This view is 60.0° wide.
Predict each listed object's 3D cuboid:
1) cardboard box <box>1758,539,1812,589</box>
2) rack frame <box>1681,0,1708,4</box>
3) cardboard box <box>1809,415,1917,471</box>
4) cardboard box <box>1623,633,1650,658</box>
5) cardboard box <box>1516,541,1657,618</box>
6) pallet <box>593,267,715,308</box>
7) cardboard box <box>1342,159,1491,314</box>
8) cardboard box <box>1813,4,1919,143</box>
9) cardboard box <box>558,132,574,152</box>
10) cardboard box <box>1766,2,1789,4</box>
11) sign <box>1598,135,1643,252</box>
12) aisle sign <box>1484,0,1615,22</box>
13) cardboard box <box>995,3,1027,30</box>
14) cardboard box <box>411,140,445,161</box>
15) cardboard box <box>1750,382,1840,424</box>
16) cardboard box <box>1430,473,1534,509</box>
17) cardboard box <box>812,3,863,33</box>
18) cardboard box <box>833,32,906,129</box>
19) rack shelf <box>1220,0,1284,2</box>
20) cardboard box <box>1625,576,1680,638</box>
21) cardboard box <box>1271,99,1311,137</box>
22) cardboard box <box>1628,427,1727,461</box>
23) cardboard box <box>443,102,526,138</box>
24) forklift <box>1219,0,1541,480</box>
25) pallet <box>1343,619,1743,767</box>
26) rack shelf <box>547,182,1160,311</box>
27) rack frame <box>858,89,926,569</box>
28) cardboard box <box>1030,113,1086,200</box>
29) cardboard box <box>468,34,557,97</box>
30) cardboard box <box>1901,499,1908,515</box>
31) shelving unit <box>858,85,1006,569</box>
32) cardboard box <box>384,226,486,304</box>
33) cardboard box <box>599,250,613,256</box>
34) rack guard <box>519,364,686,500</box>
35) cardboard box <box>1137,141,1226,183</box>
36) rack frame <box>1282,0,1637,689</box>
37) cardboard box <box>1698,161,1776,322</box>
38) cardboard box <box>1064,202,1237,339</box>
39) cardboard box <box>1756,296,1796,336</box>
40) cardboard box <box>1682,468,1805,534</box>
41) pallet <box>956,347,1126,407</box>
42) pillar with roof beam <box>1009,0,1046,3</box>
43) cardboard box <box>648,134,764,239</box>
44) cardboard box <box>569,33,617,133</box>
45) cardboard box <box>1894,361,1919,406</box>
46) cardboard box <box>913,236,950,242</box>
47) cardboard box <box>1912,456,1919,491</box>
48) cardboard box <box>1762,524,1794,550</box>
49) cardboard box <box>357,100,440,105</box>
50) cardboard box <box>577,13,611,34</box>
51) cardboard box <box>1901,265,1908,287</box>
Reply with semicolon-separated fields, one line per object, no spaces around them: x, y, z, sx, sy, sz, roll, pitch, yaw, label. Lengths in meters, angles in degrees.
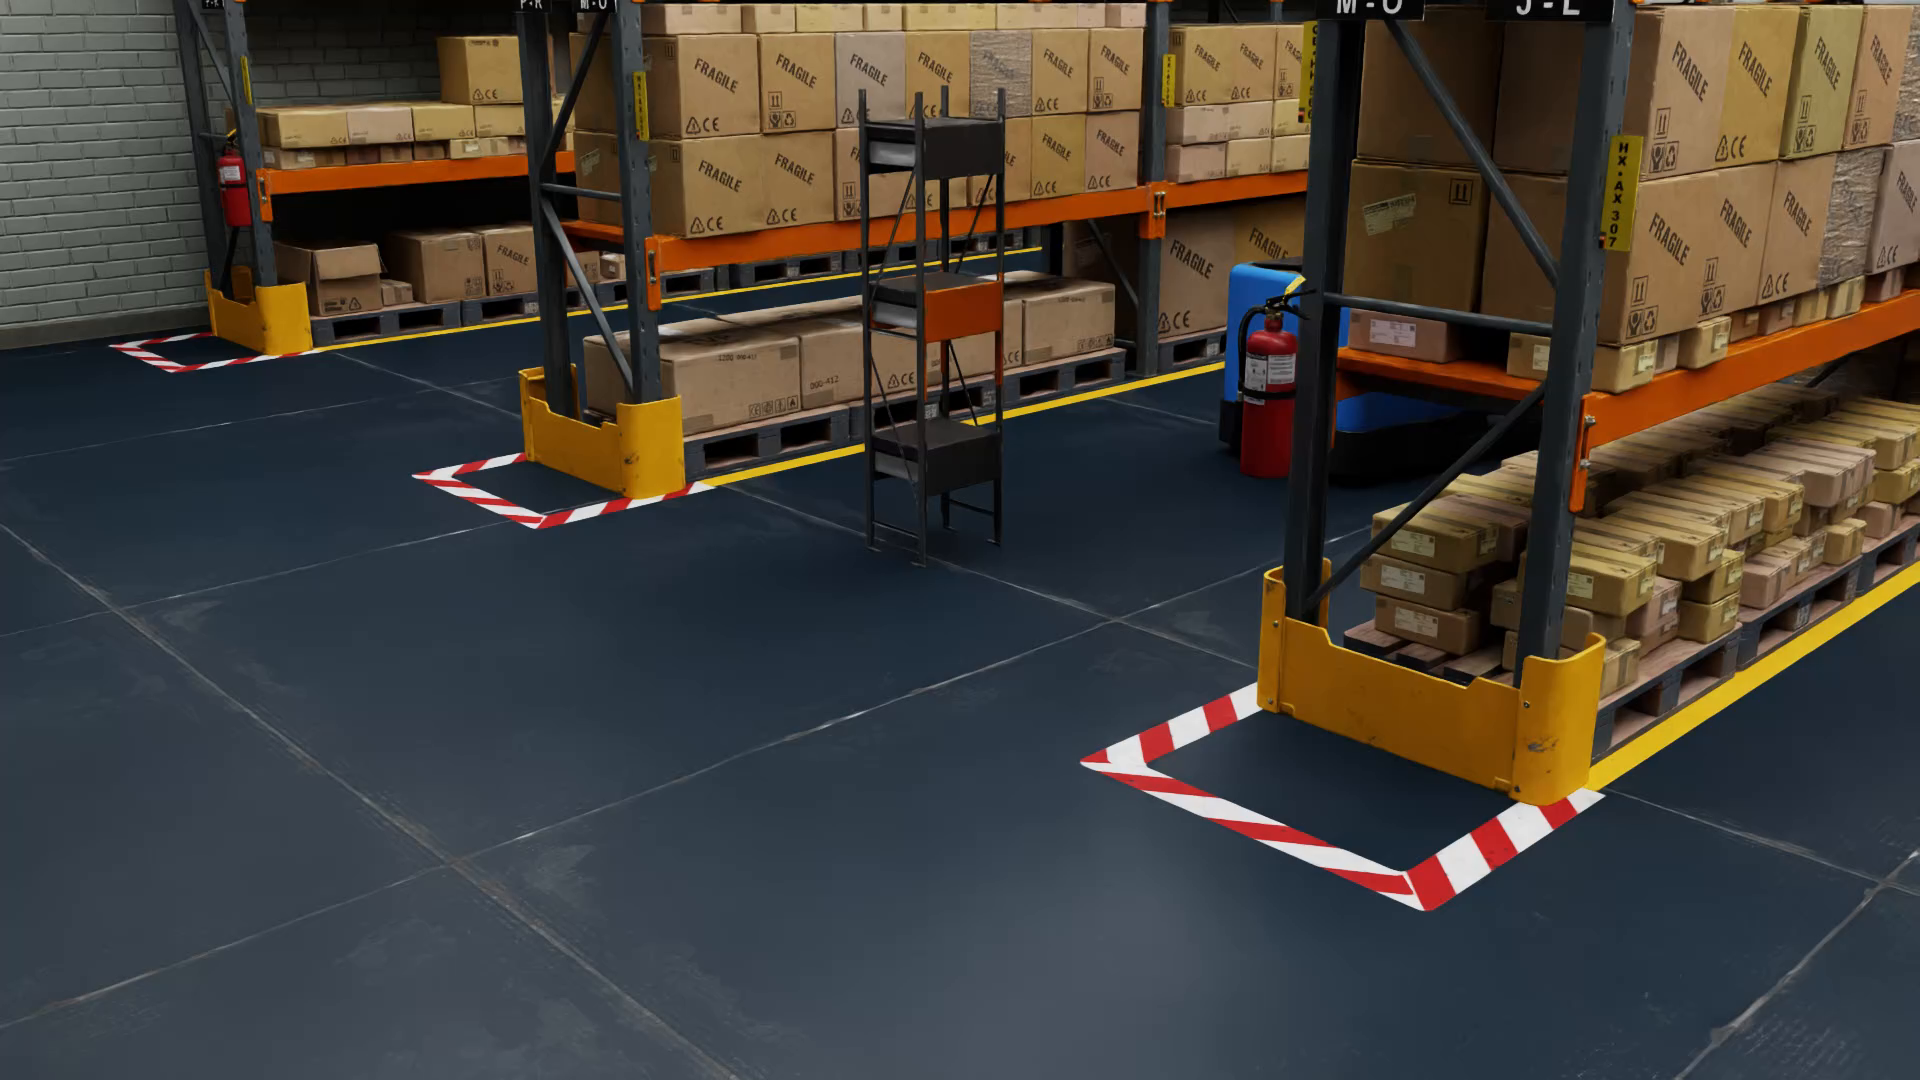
3.251;0.073;6.837;0.250;0.149;0.380;-16;24;-41;cardboard box
6.780;-4.344;16.519;0.127;3.000;1.000;-16;24;-41;rack frame
4.028;-0.436;7.444;0.250;0.149;0.380;-17;24;-41;cardboard box
2.270;0.330;6.045;0.250;0.149;0.380;-16;24;-41;cardboard box
2.150;0.125;5.712;0.380;0.149;0.250;17;24;41;cardboard box
-2.945;-2.288;14.701;1.213;0.211;1.003;-16;24;-41;pallet
1.685;-1.055;5.731;0.500;0.500;0.500;-16;24;-40;cardboard box
3.532;-1.849;6.559;0.500;0.500;0.500;-15;24;-39;cardboard box
-3.226;-3.286;13.664;0.250;0.149;0.380;-17;24;-42;cardboard box
8.019;-5.257;17.070;0.500;0.500;0.700;-17;25;-42;cardboard box
1.908;-1.004;4.813;0.005;0.325;0.100;-16;24;-41;sign
1.688;-1.867;4.665;0.004;0.787;0.394;-16;24;-41;aisle sign
0.180;-3.143;9.980;0.250;0.149;0.380;-16;24;-41;cardboard box
-4.190;-3.027;12.863;0.250;0.149;0.380;-16;24;-40;cardboard box
4.049;-0.661;8.137;0.250;0.149;0.380;-15;23;-39;cardboard box
2.069;-0.133;6.507;0.250;0.149;0.380;-17;25;-42;cardboard box
-0.748;-2.874;9.151;0.250;0.149;0.380;-16;24;-40;cardboard box
-0.655;-2.584;9.308;0.500;0.500;0.500;-16;24;-41;cardboard box
4.821;-6.964;20.903;4.000;0.370;1.077;-16;24;-41;rack shelf
2.330;0.203;5.955;0.250;0.149;0.380;-16;24;-41;cardboard box
2.225;-3.063;12.001;0.500;0.250;0.500;-16;24;-40;cardboard box
3.102;-0.379;7.267;0.380;0.149;0.250;17;24;42;cardboard box
-3.748;-3.347;13.205;0.500;0.250;0.500;-17;25;-42;cardboard box
2.979;-2.051;9.557;3.031;2.935;1.130;-12;22;-34;forklift
2.205;0.433;6.307;1.213;0.211;1.003;-16;24;-41;pallet
-0.486;-1.883;10.095;4.000;0.370;1.077;-16;24;-41;rack shelf
-0.298;-0.912;7.393;0.015;2.100;0.400;-16;24;-41;rack frame
0.436;-2.431;10.455;0.500;0.500;0.500;-17;25;-42;cardboard box
-3.710;-3.931;13.791;0.500;0.500;0.500;-17;25;-42;cardboard box
4.145;-0.209;7.707;0.250;0.149;0.380;-15;23;-39;cardboard box
-0.120;-0.964;7.553;0.503;2.100;0.431;-16;24;-41;shelving unit
-4.195;-2.204;13.292;0.500;0.500;0.700;-15;23;-39;cardboard box
-3.088;-2.594;14.801;0.500;0.311;0.500;-15;23;-39;cardboard box
-1.956;-0.607;9.046;0.348;0.500;1.175;-16;24;-41;rack guard
1.469;-2.612;11.419;0.500;0.250;0.500;-17;25;-42;cardboard box
1.535;-0.713;5.321;0.127;3.000;1.000;-16;24;-41;rack frame
2.423;-1.055;5.730;0.500;0.500;0.500;-16;24;-41;cardboard box
1.363;-1.987;12.014;0.875;0.875;0.875;-15;23;-39;cardboard box
2.892;-0.881;6.245;0.250;0.149;0.380;-17;24;-42;cardboard box
3.092;-0.158;6.586;0.250;0.149;0.380;-16;24;-40;cardboard box
0.361;-1.179;11.278;1.213;0.211;1.003;-16;24;-41;pallet
3.747;-6.975;14.908;0.400;9.000;9.100;-16;24;-41;pillar with roof beam
-1.393;-1.886;8.776;0.500;0.500;0.500;-17;24;-41;cardboard box
-1.752;-2.480;8.987;0.500;0.500;0.500;-15;23;-39;cardboard box
5.161;-0.669;8.556;0.500;0.500;0.500;-15;23;-39;cardboard box
-0.448;-3.266;16.565;0.500;0.500;0.500;-15;23;-39;cardboard box
4.243;-0.348;7.653;0.380;0.149;0.250;16;24;41;cardboard box
3.208;-0.098;6.884;0.250;0.149;0.380;-15;23;-38;cardboard box
-4.461;-3.353;13.223;0.500;0.250;0.500;-15;23;-39;cardboard box
-1.816;-2.754;8.780;0.250;0.149;0.380;-16;24;-40;cardboard box
3.813;-1.167;7.128;0.380;0.149;0.250;17;25;42;cardboard box
